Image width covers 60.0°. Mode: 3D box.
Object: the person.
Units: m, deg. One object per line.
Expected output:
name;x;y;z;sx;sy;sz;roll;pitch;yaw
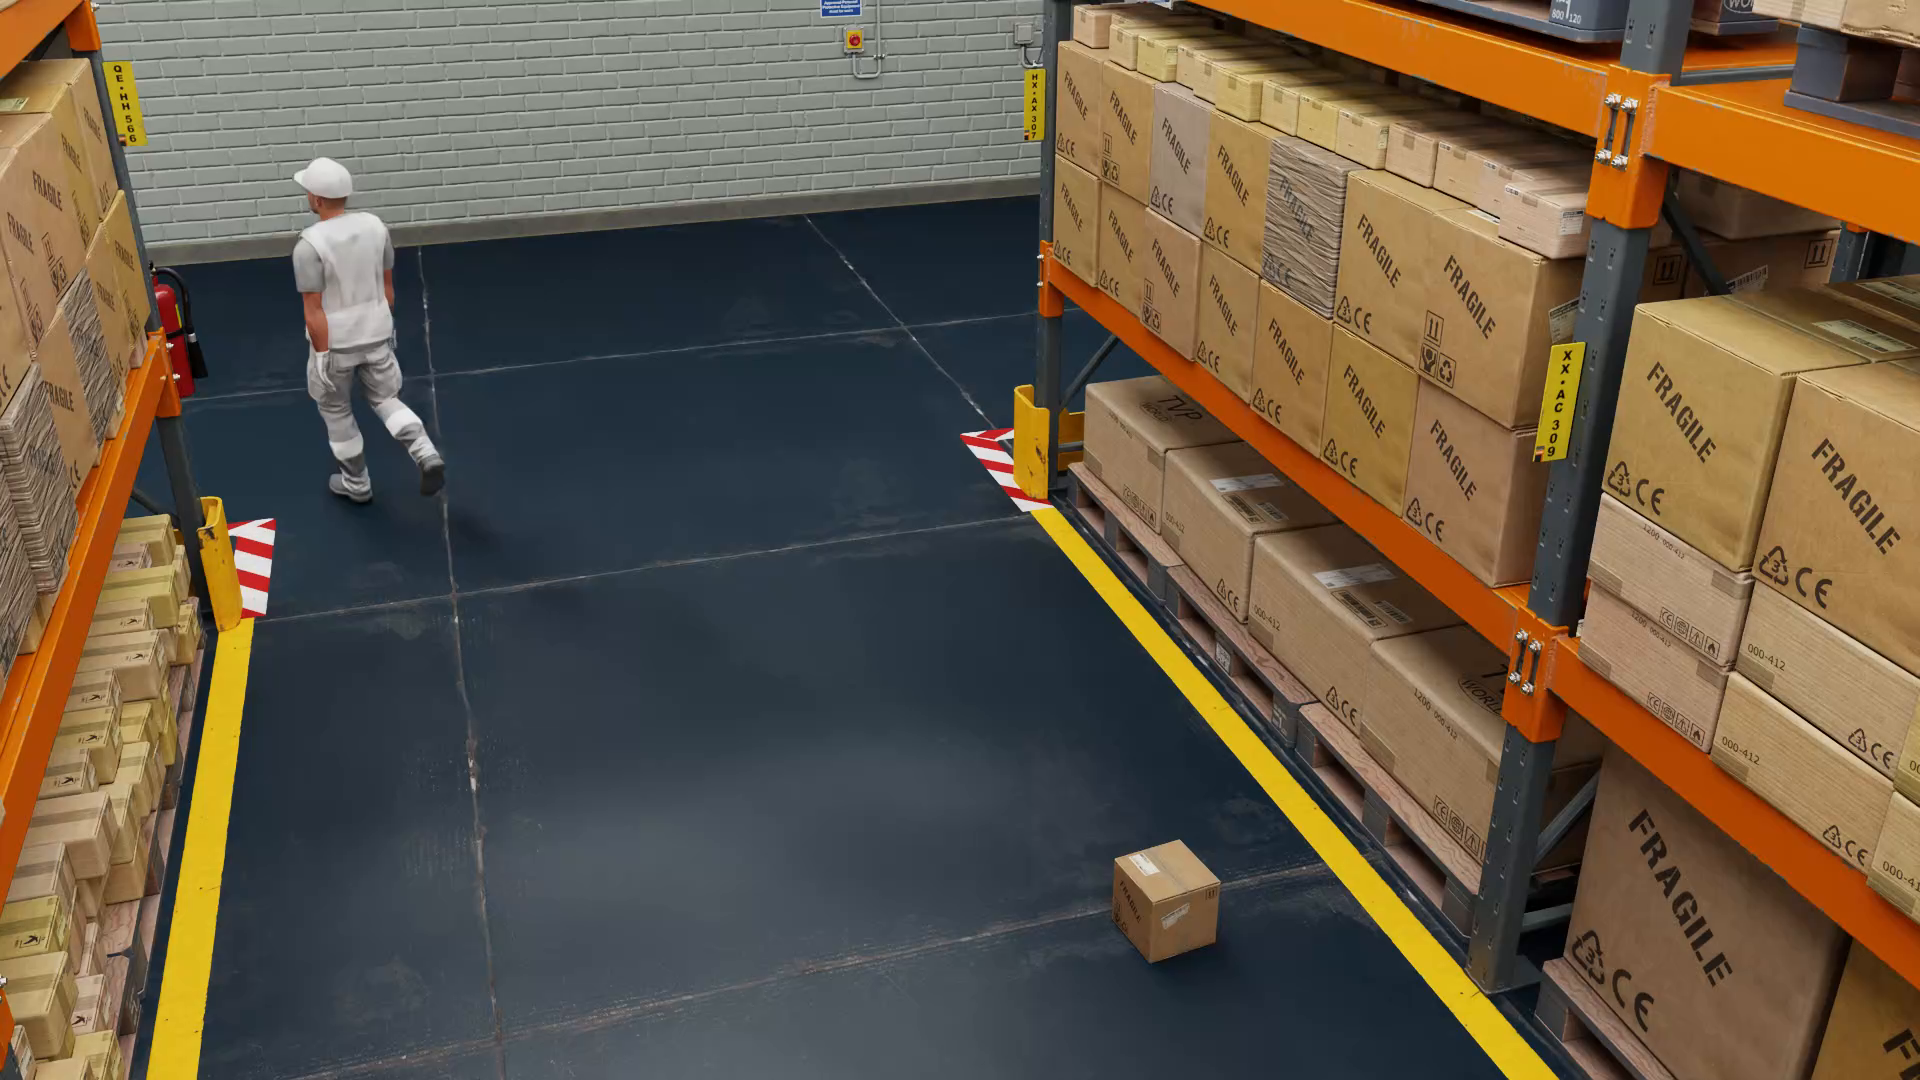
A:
person;-2.926;-0.971;8.047;0.785;1.765;0.538;21;33;36
